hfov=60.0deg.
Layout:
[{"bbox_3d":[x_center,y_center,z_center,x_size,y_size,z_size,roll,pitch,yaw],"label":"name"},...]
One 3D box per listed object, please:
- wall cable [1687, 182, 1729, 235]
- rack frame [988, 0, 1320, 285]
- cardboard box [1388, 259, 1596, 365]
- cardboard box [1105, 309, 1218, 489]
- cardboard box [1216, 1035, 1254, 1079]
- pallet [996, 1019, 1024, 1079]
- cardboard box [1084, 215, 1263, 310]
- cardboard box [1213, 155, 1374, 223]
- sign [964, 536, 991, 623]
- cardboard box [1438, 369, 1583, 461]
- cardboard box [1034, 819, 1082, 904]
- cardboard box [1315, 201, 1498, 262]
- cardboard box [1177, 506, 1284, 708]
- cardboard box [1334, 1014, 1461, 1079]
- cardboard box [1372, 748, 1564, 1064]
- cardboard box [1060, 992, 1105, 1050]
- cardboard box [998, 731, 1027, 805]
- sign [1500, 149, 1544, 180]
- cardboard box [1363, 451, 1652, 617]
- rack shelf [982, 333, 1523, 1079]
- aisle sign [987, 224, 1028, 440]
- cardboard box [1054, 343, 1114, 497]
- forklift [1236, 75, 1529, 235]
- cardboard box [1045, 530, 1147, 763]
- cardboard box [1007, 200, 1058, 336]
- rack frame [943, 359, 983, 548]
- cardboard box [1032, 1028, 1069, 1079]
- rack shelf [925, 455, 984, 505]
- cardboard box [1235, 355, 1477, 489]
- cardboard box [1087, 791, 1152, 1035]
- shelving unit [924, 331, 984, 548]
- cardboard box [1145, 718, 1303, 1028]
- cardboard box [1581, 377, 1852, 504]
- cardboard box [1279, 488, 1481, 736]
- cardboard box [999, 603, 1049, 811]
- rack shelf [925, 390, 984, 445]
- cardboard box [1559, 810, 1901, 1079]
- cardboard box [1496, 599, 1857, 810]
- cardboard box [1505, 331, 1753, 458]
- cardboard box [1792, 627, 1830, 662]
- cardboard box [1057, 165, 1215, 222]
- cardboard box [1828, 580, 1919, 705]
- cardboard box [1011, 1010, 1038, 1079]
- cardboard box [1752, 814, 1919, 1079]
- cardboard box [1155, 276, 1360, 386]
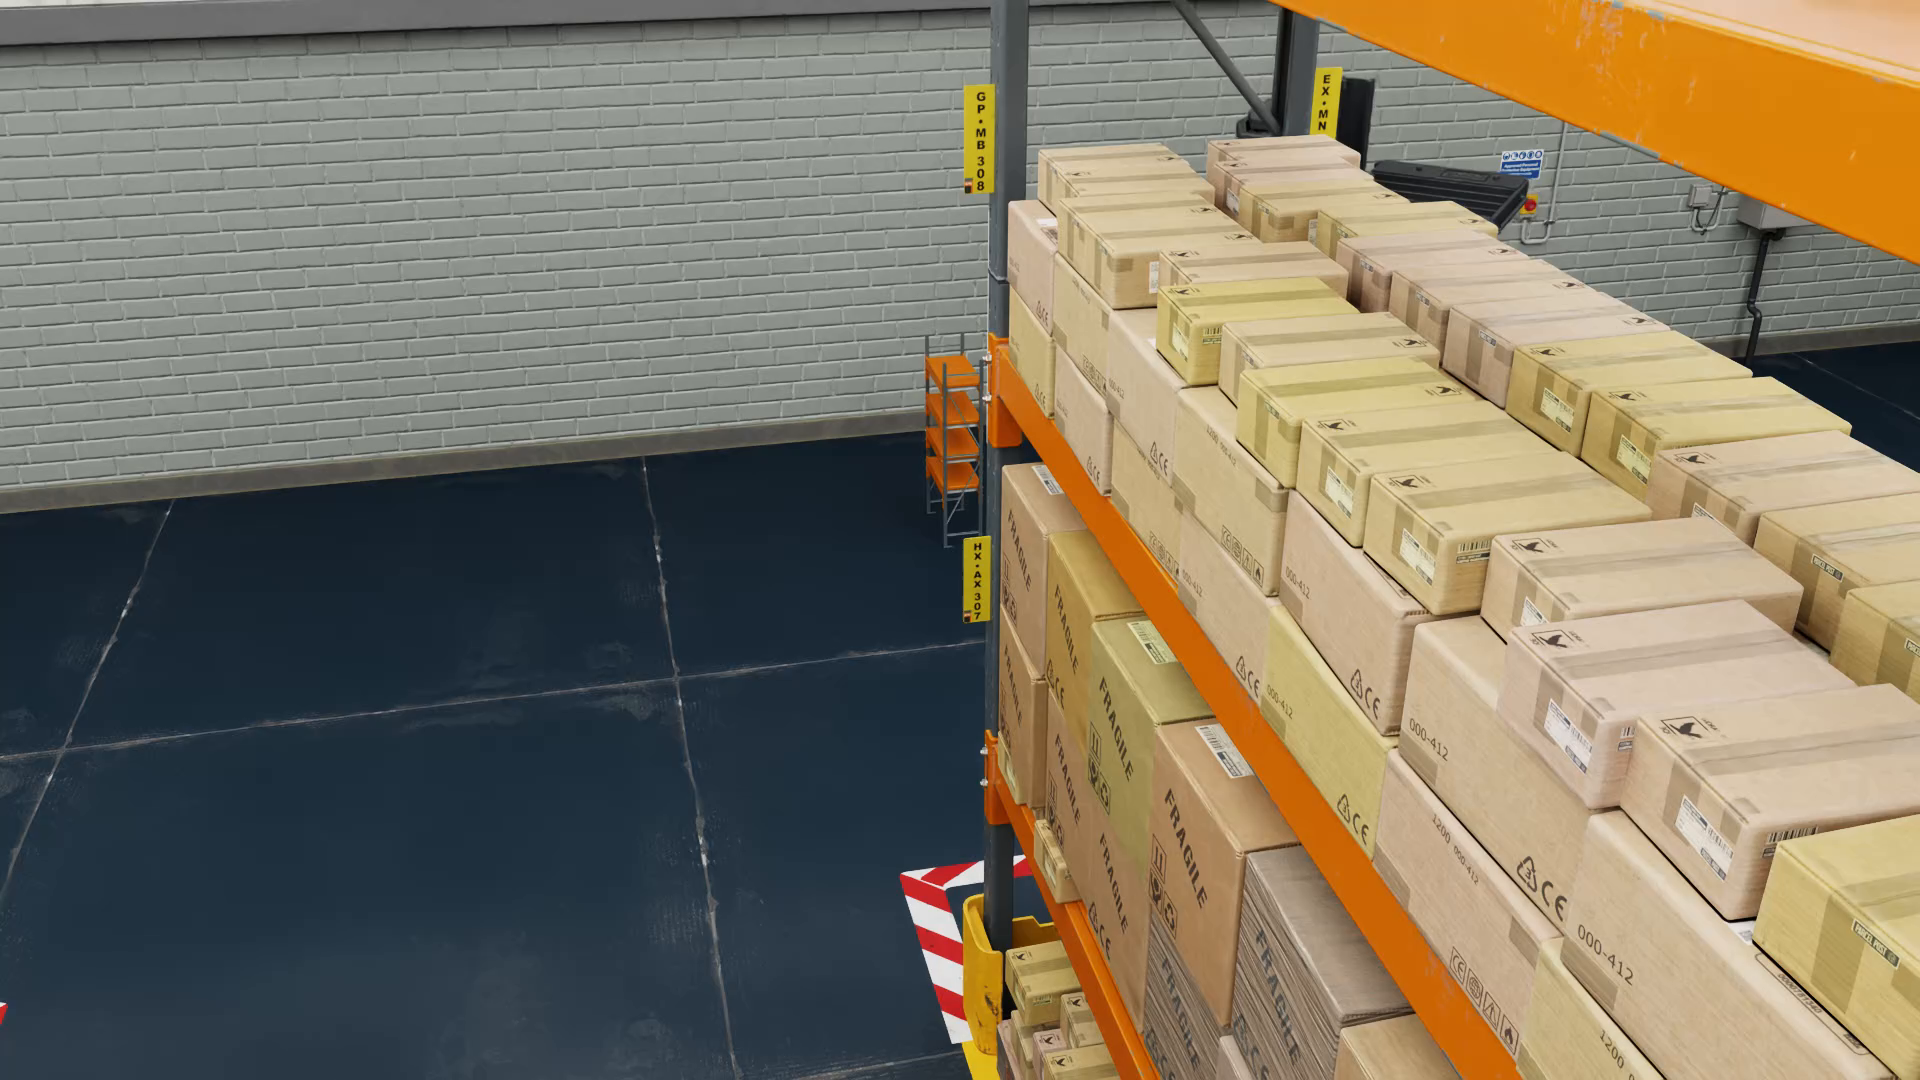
[{"bbox_3d":[5.476,-3.155,12.044,0.588,1.984,0.122,-6,27,-12],"label":"wall cable"},{"bbox_3d":[0.590,-2.210,4.642,1.000,3.000,0.127,-6,27,-12],"label":"rack frame"},{"bbox_3d":[1.209,-0.524,3.799,0.380,0.149,0.250,-5,27,-10],"label":"cardboard box"},{"bbox_3d":[0.657,-0.356,3.910,0.500,0.250,0.500,-6,27,-11],"label":"cardboard box"},{"bbox_3d":[0.881,1.416,3.674,0.500,0.500,0.500,-6,27,-12],"label":"cardboard box"},{"bbox_3d":[0.756,2.106,5.843,1.003,0.211,1.213,-6,27,-12],"label":"pallet"},{"bbox_3d":[0.525,-0.693,4.135,0.380,0.149,0.250,-6,27,-11],"label":"cardboard box"},{"bbox_3d":[0.933,-0.973,4.690,0.380,0.149,0.250,-6,27,-11],"label":"cardboard box"},{"bbox_3d":[0.062,0.136,5.690,0.100,0.325,0.005,-6,27,-12],"label":"sign"},{"bbox_3d":[1.274,-0.179,3.558,0.500,0.250,0.500,-7,28,-14],"label":"cardboard box"},{"bbox_3d":[0.450,0.986,5.245,0.380,0.149,0.250,-7,28,-13],"label":"cardboard box"},{"bbox_3d":[1.135,-0.754,4.254,0.380,0.149,0.250,-6,27,-11],"label":"cardboard box"},{"bbox_3d":[0.791,0.103,3.555,0.500,0.250,0.500,-6,27,-12],"label":"cardboard box"},{"bbox_3d":[1.001,1.195,3.003,0.500,0.500,0.500,-7,28,-13],"label":"cardboard box"},{"bbox_3d":[1.017,0.543,2.682,0.500,0.250,0.500,-6,27,-12],"label":"cardboard box"},{"bbox_3d":[0.557,1.661,5.668,0.380,0.149,0.250,-5,27,-11],"label":"cardboard box"},{"bbox_3d":[0.344,0.755,5.703,0.380,0.149,0.250,-6,27,-12],"label":"cardboard box"},{"bbox_3d":[4.036,-2.695,11.960,0.327,0.218,0.001,-6,27,-12],"label":"sign"},{"bbox_3d":[0.912,-0.016,2.793,0.380,0.149,0.250,-7,28,-14],"label":"cardboard box"},{"bbox_3d":[1.041,0.328,3.741,1.077,0.370,4.000,-6,27,-12],"label":"rack shelf"},{"bbox_3d":[0.282,-0.694,5.412,0.394,0.787,0.004,-6,27,-12],"label":"aisle sign"},{"bbox_3d":[0.557,-0.350,4.451,0.500,0.250,0.500,-5,27,-10],"label":"cardboard box"},{"bbox_3d":[2.190,-0.777,8.536,3.031,2.935,1.130,14,30,25],"label":"forklift"},{"bbox_3d":[0.553,0.289,4.798,0.500,0.500,0.500,-5,27,-10],"label":"cardboard box"},{"bbox_3d":[0.438,-0.804,4.797,0.500,0.250,0.500,-6,27,-11],"label":"cardboard box"},{"bbox_3d":[0.018,-0.501,9.911,0.240,1.200,0.015,-6,27,-12],"label":"rack frame"},{"bbox_3d":[0.465,1.802,5.718,0.380,0.149,0.250,-6,27,-12],"label":"cardboard box"},{"bbox_3d":[-0.037,-0.371,10.243,0.258,0.148,0.480,-6,27,-12],"label":"rack shelf"},{"bbox_3d":[0.761,-0.233,3.224,0.380,0.149,0.250,-6,27,-12],"label":"cardboard box"},{"bbox_3d":[0.666,0.964,4.570,0.500,0.500,0.500,-6,27,-11],"label":"cardboard box"},{"bbox_3d":[-0.037,-0.608,10.124,0.258,1.200,0.503,-6,27,-12],"label":"shelving unit"},{"bbox_3d":[0.767,0.743,3.899,0.500,0.500,0.500,-7,28,-13],"label":"cardboard box"},{"bbox_3d":[1.413,-0.184,3.125,0.380,0.149,0.250,-5,27,-9],"label":"cardboard box"},{"bbox_3d":[0.912,0.094,3.018,0.500,0.250,0.500,-5,27,-9],"label":"cardboard box"},{"bbox_3d":[0.422,0.515,5.459,0.500,0.500,0.500,-5,27,-9],"label":"cardboard box"},{"bbox_3d":[-0.037,-0.748,10.053,0.258,0.148,0.480,-6,27,-12],"label":"rack shelf"},{"bbox_3d":[1.140,0.552,2.111,0.500,0.250,0.500,-7,28,-14],"label":"cardboard box"},{"bbox_3d":[0.989,0.223,2.320,0.380,0.149,0.250,-6,27,-12],"label":"cardboard box"},{"bbox_3d":[1.341,-0.297,3.350,0.380,0.149,0.250,-7,28,-13],"label":"cardboard box"},{"bbox_3d":[1.509,0.274,2.662,0.500,0.250,0.500,-6,27,-12],"label":"cardboard box"},{"bbox_3d":[0.481,-0.927,4.597,0.380,0.149,0.250,-5,27,-10],"label":"cardboard box"},{"bbox_3d":[1.522,0.171,2.423,0.380,0.149,0.250,-6,27,-12],"label":"cardboard box"},{"bbox_3d":[0.396,1.816,6.022,0.380,0.149,0.250,-5,27,-11],"label":"cardboard box"},{"bbox_3d":[1.155,0.441,1.888,0.380,0.149,0.250,-7,28,-14],"label":"cardboard box"},{"bbox_3d":[0.653,-0.465,3.683,0.380,0.149,0.250,-5,27,-10],"label":"cardboard box"}]
